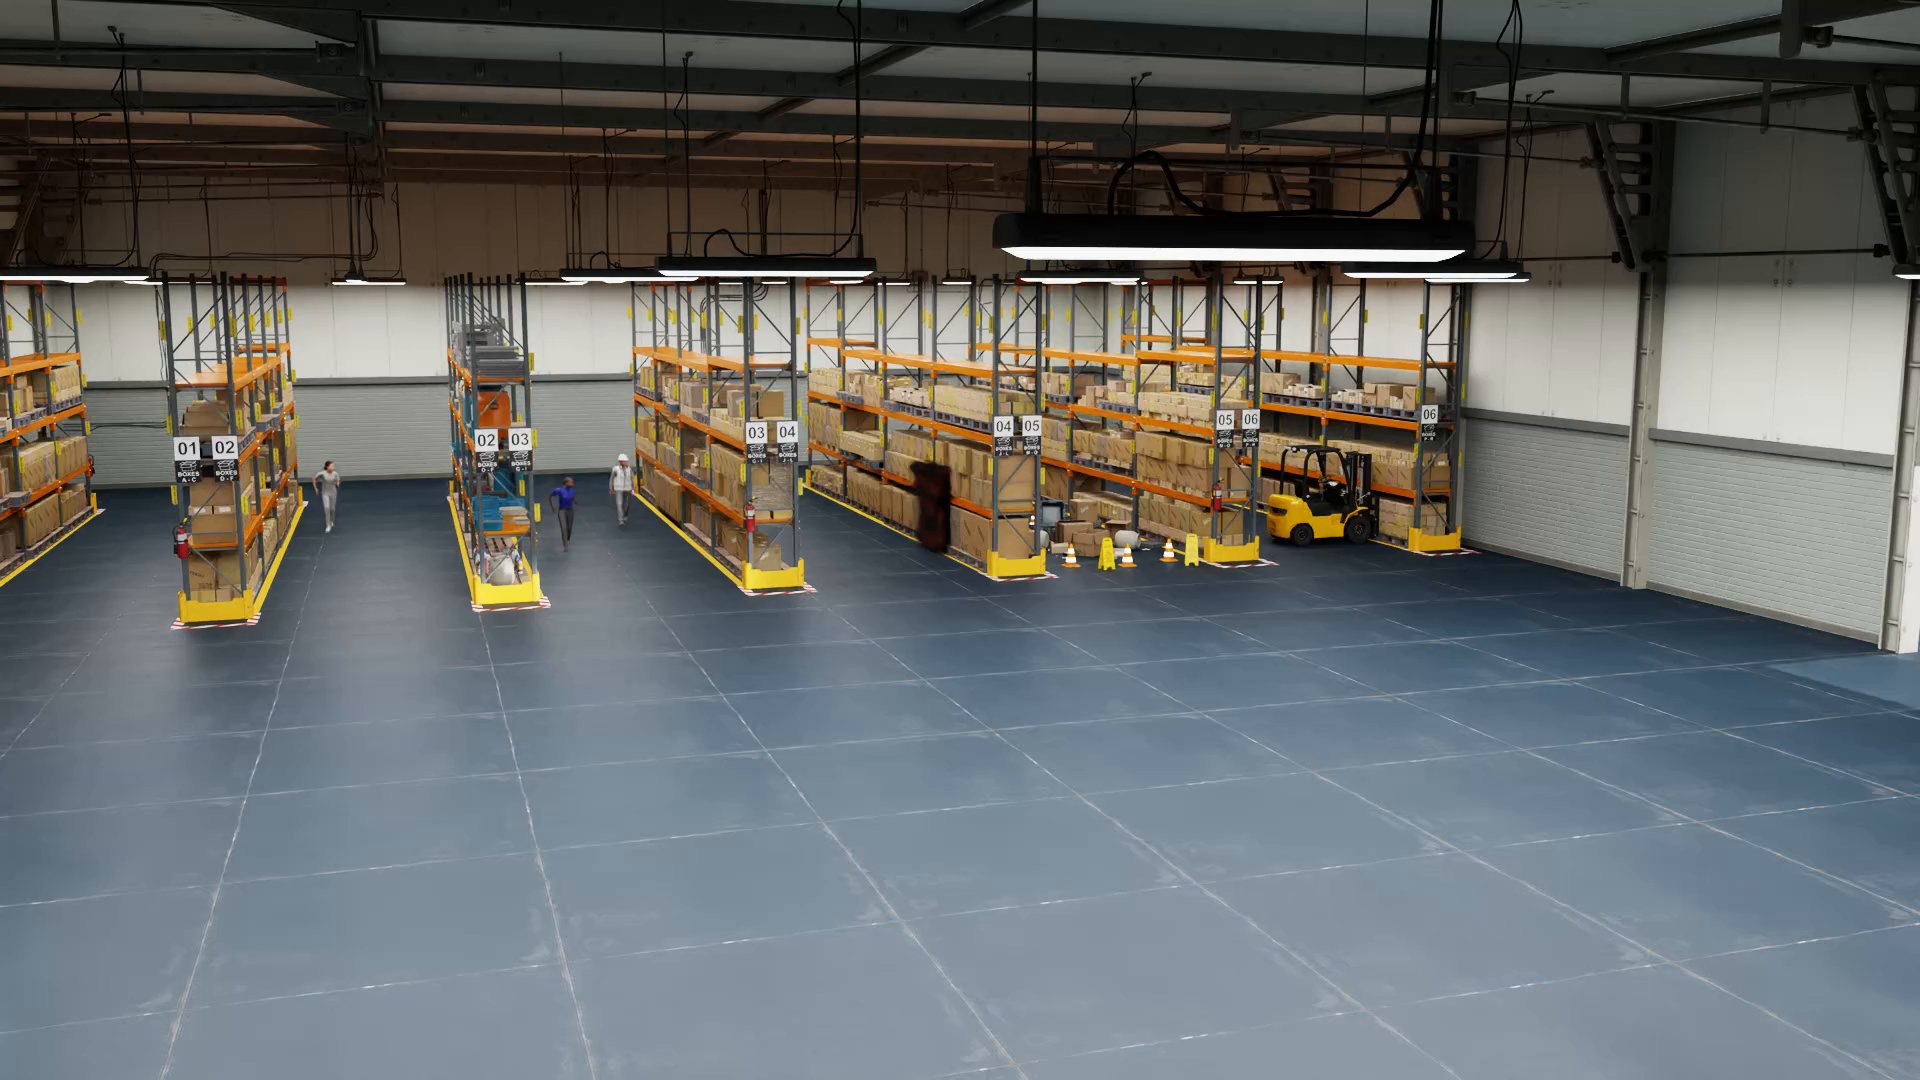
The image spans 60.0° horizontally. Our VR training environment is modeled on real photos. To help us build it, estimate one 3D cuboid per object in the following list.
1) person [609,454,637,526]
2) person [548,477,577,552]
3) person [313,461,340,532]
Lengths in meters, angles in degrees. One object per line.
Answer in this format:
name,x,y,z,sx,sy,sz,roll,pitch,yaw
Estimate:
person,-8.189,-1.227,40.414,0.656,1.725,1.045,-3,9,-18
person,-8.686,-0.592,36.410,0.605,1.606,1.028,-3,9,-19
person,-14.999,-1.067,39.437,0.618,1.642,0.997,-4,9,-23
